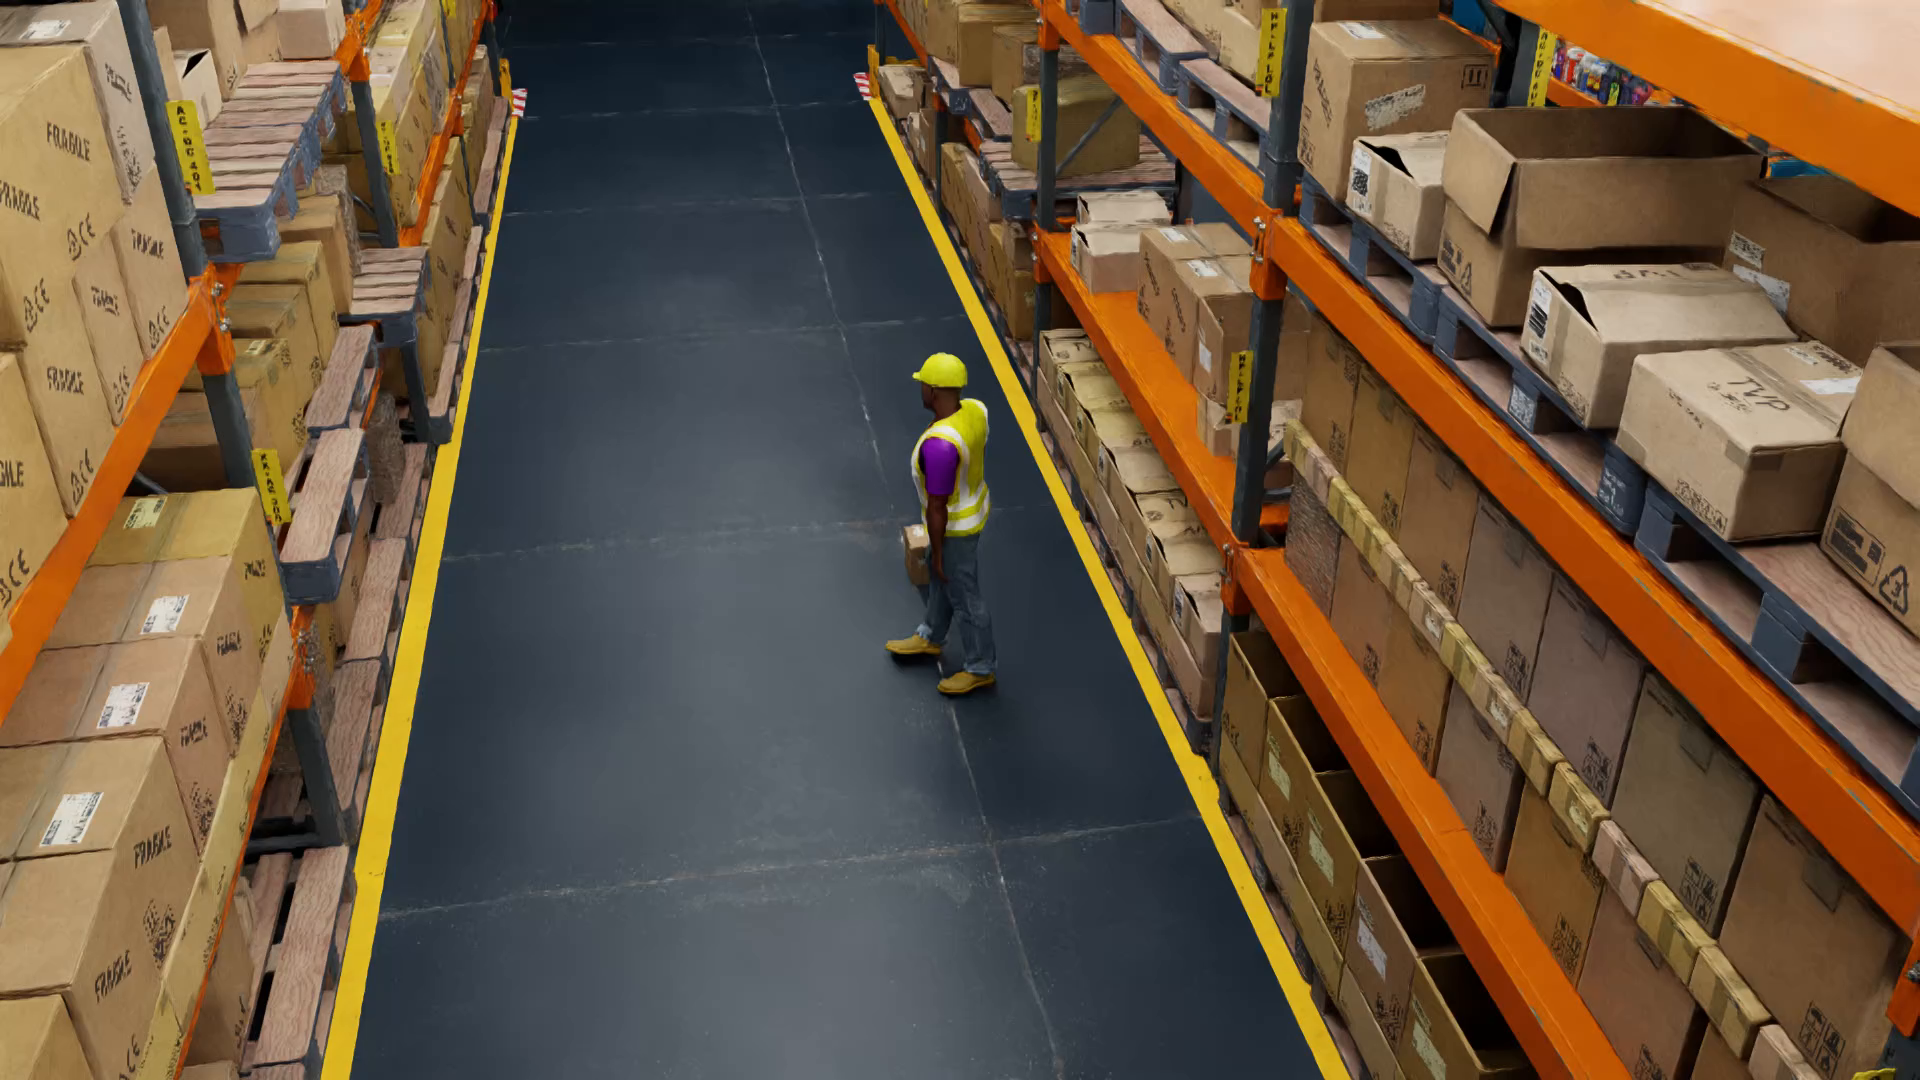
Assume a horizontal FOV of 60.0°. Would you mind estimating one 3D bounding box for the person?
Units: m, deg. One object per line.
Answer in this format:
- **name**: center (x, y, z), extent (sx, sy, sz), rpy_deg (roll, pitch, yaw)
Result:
- **person**: center (-0.085, -0.116, 8.295), extent (0.622, 1.765, 0.717), rpy_deg (7, 31, 11)
